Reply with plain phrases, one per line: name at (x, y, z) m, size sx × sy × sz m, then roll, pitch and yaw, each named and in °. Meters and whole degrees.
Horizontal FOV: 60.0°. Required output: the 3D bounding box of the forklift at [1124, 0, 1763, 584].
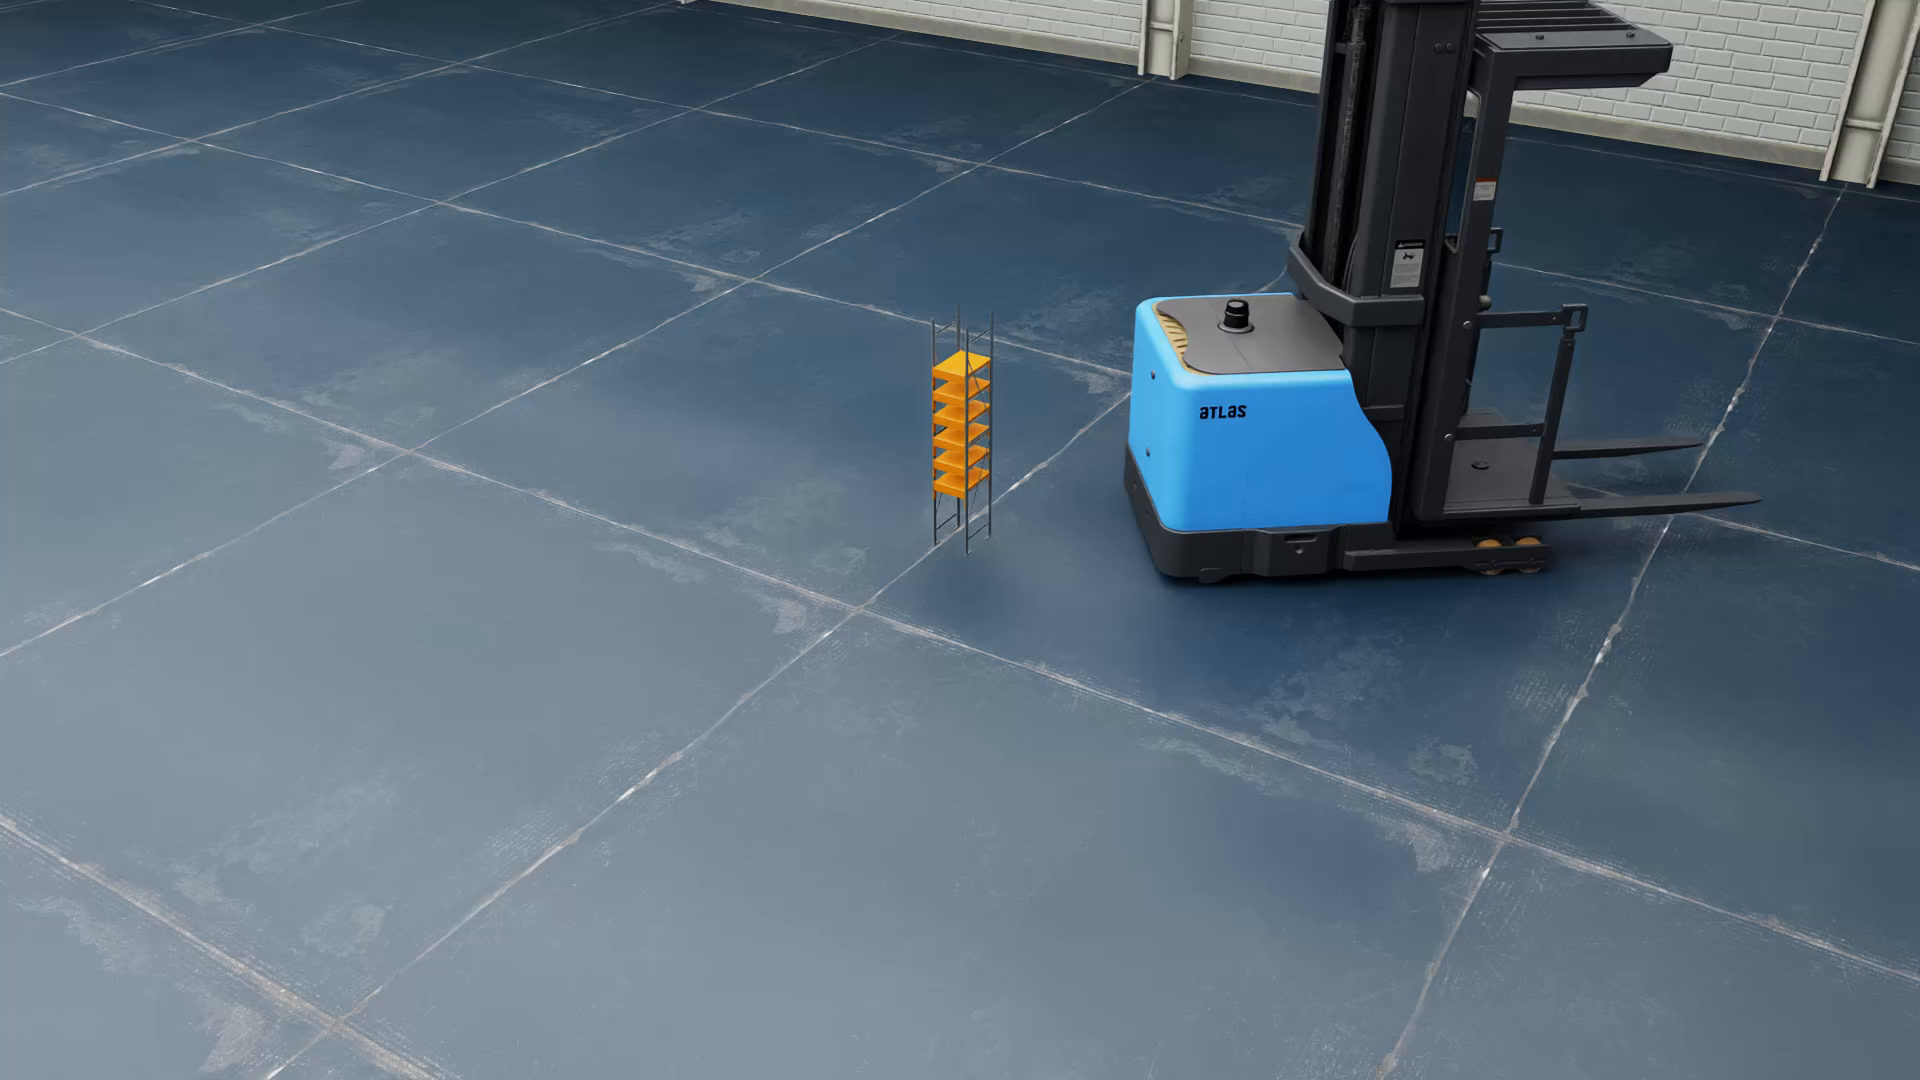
forklift at (2.398, -1.362, 7.676) m, size 3.031 × 2.935 × 1.130 m, roll -3°, pitch 30°, yaw -5°

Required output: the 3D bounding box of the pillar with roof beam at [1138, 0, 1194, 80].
pillar with roof beam at (-0.344, -6.510, 10.478) m, size 0.400 × 9.000 × 9.100 m, roll 18°, pitch 35°, yaw 27°

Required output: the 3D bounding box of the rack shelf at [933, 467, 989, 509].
rack shelf at (0.012, -0.269, 8.084) m, size 0.180 × 0.103 × 0.258 m, roll 18°, pitch 35°, yaw 27°

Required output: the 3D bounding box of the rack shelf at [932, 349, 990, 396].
rack shelf at (0.012, -0.787, 7.782) m, size 0.180 × 0.103 × 0.258 m, roll 18°, pitch 35°, yaw 27°

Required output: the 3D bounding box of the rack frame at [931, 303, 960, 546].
rack frame at (-0.065, -0.539, 7.983) m, size 0.006 × 1.200 × 0.240 m, roll 18°, pitch 35°, yaw 27°

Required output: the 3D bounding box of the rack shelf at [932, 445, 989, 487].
rack shelf at (0.012, -0.372, 8.024) m, size 0.180 × 0.103 × 0.258 m, roll 18°, pitch 35°, yaw 27°

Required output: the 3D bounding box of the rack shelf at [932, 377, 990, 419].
rack shelf at (0.012, -0.683, 7.842) m, size 0.180 × 0.103 × 0.258 m, roll 18°, pitch 35°, yaw 27°

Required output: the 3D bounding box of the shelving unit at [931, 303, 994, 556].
shelving unit at (0.012, -0.514, 7.941) m, size 0.189 × 1.200 × 0.258 m, roll 18°, pitch 35°, yaw 27°

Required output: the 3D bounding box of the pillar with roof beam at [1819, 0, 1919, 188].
pillar with roof beam at (4.738, -4.902, 7.723) m, size 0.400 × 9.000 × 9.100 m, roll 18°, pitch 35°, yaw 27°

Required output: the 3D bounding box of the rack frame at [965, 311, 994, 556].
rack frame at (0.090, -0.490, 7.899) m, size 0.006 × 1.200 × 0.240 m, roll 18°, pitch 35°, yaw 27°

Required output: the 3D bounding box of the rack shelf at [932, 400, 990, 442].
rack shelf at (0.012, -0.580, 7.903) m, size 0.180 × 0.103 × 0.258 m, roll 18°, pitch 35°, yaw 27°

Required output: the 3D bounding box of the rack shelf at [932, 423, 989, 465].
rack shelf at (0.012, -0.476, 7.963) m, size 0.180 × 0.103 × 0.258 m, roll 18°, pitch 35°, yaw 27°
